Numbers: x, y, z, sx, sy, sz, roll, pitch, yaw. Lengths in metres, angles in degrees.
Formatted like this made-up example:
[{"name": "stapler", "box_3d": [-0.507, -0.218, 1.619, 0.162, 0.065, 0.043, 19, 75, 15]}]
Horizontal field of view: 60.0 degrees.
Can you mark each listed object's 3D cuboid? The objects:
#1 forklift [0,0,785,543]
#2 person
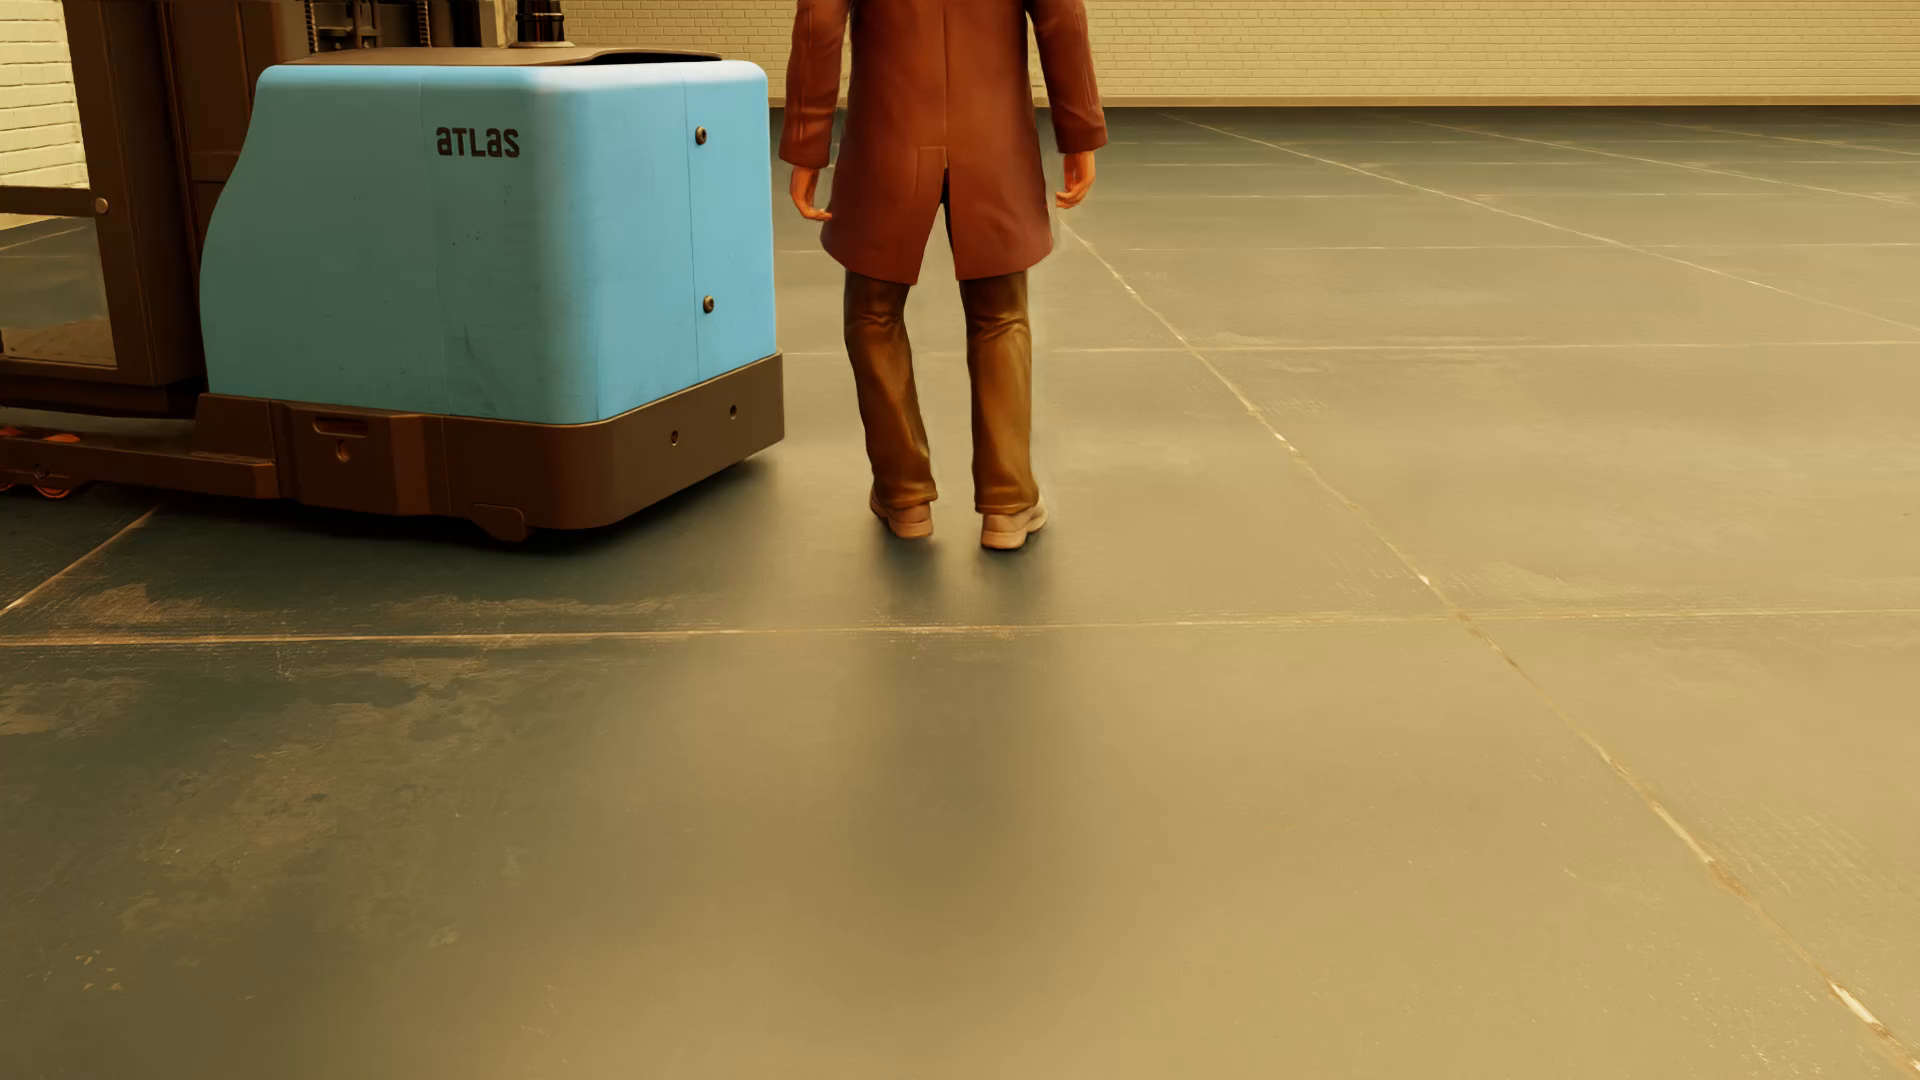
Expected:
[{"name": "forklift", "box_3d": [-2.057, -1.644, 4.281, 3.031, 2.935, 1.130, 6, 18, 19]}, {"name": "person", "box_3d": [-0.046, -0.868, 3.782, 0.735, 1.754, 0.517, -2, 17, -7]}]
